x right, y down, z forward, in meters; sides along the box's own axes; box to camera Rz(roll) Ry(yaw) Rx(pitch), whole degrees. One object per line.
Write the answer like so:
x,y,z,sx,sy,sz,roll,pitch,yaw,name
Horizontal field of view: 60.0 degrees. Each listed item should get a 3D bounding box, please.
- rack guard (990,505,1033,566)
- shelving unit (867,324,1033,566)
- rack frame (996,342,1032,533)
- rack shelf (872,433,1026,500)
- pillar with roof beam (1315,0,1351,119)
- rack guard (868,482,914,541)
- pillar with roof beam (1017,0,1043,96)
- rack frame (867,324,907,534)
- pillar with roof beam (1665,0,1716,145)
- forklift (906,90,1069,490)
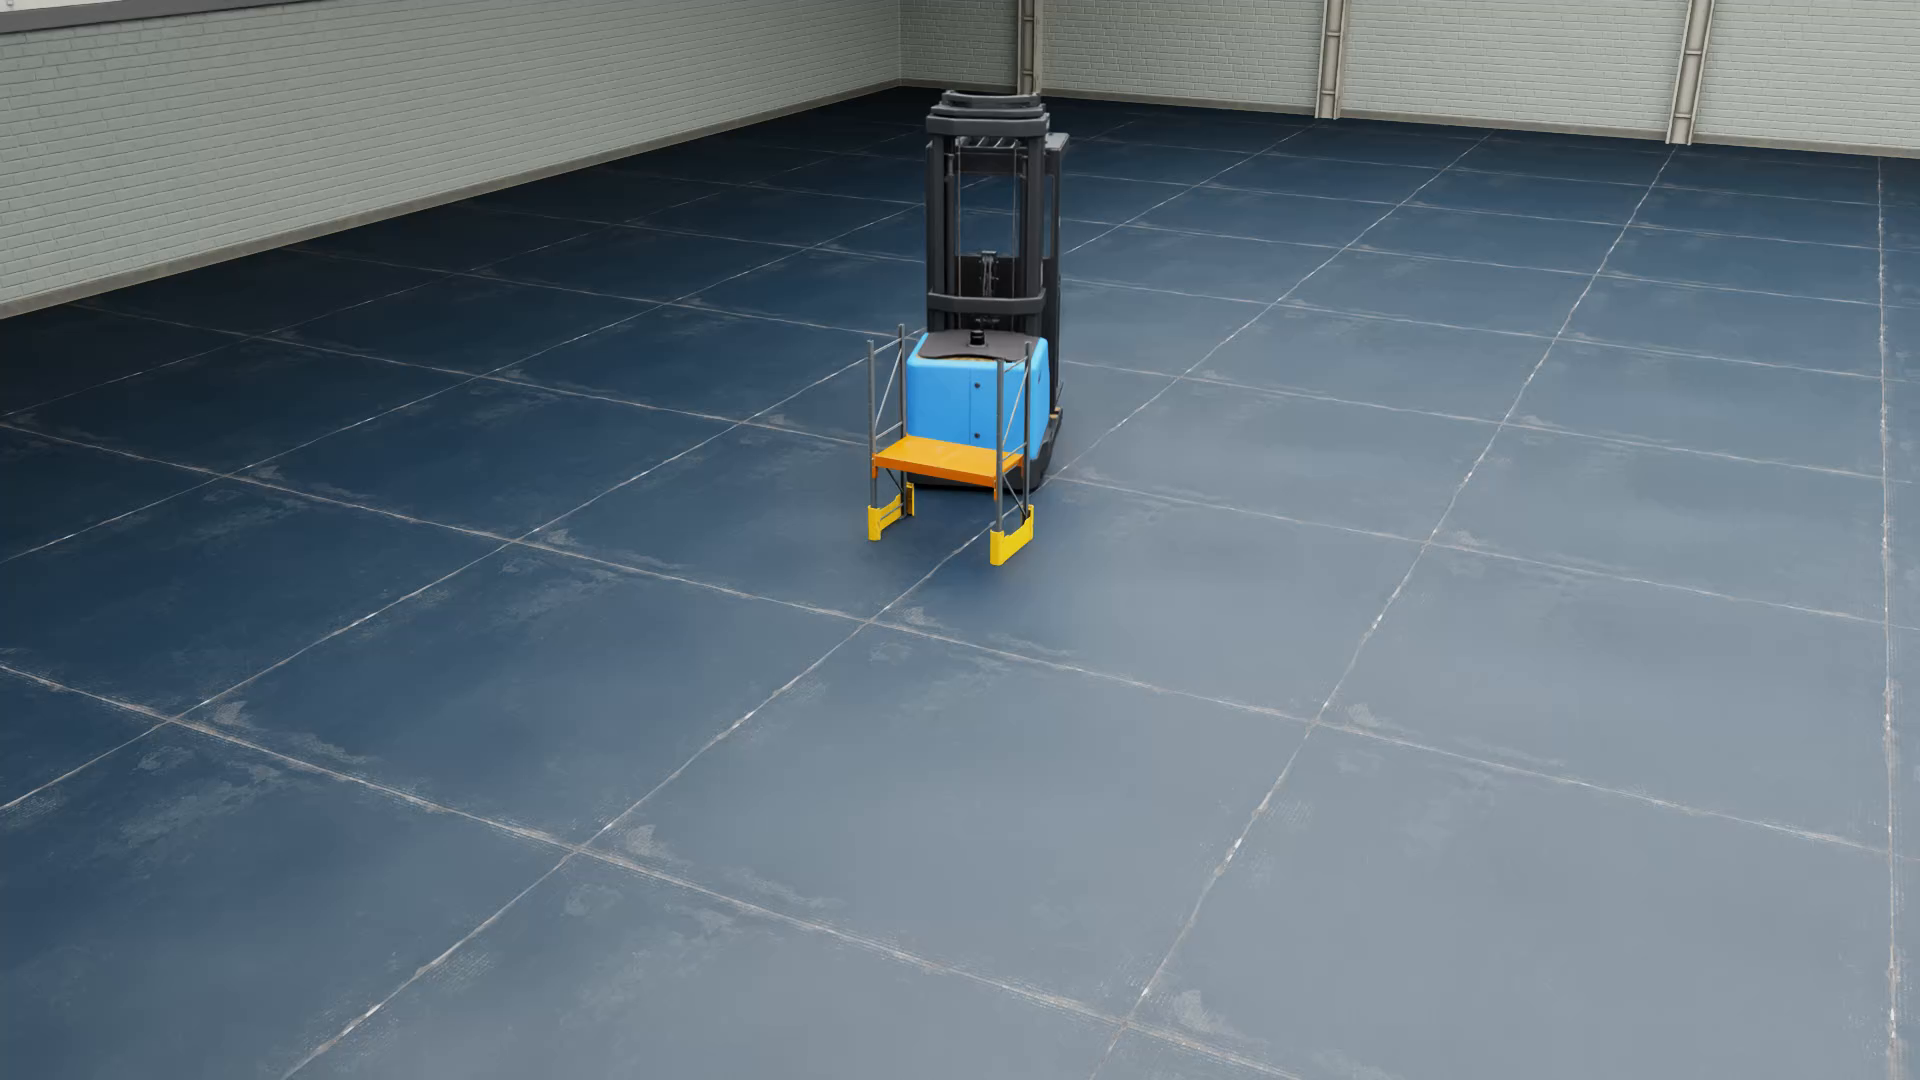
0.376,-0.041,12.026,0.087,0.250,0.587,11,25,25,rack guard
-0.068,-0.704,11.988,1.083,1.500,0.587,11,25,25,shelving unit
0.378,-0.615,11.781,0.032,1.500,0.500,11,25,25,rack frame
-0.076,-0.540,12.062,1.000,0.185,0.538,11,25,25,rack shelf
4.785,-10.374,25.145,0.400,9.000,9.100,11,25,25,pillar with roof beam
-0.512,-0.216,12.440,0.087,0.250,0.587,11,25,25,rack guard
-0.569,-11.433,27.636,0.400,9.000,9.100,11,25,25,pillar with roof beam
-0.530,-0.795,12.203,0.032,1.500,0.500,11,25,25,rack frame
10.140,-9.314,22.654,0.400,9.000,9.100,11,25,25,pillar with roof beam
0.305,-2.286,13.880,1.130,2.935,3.031,3,23,8,forklift
